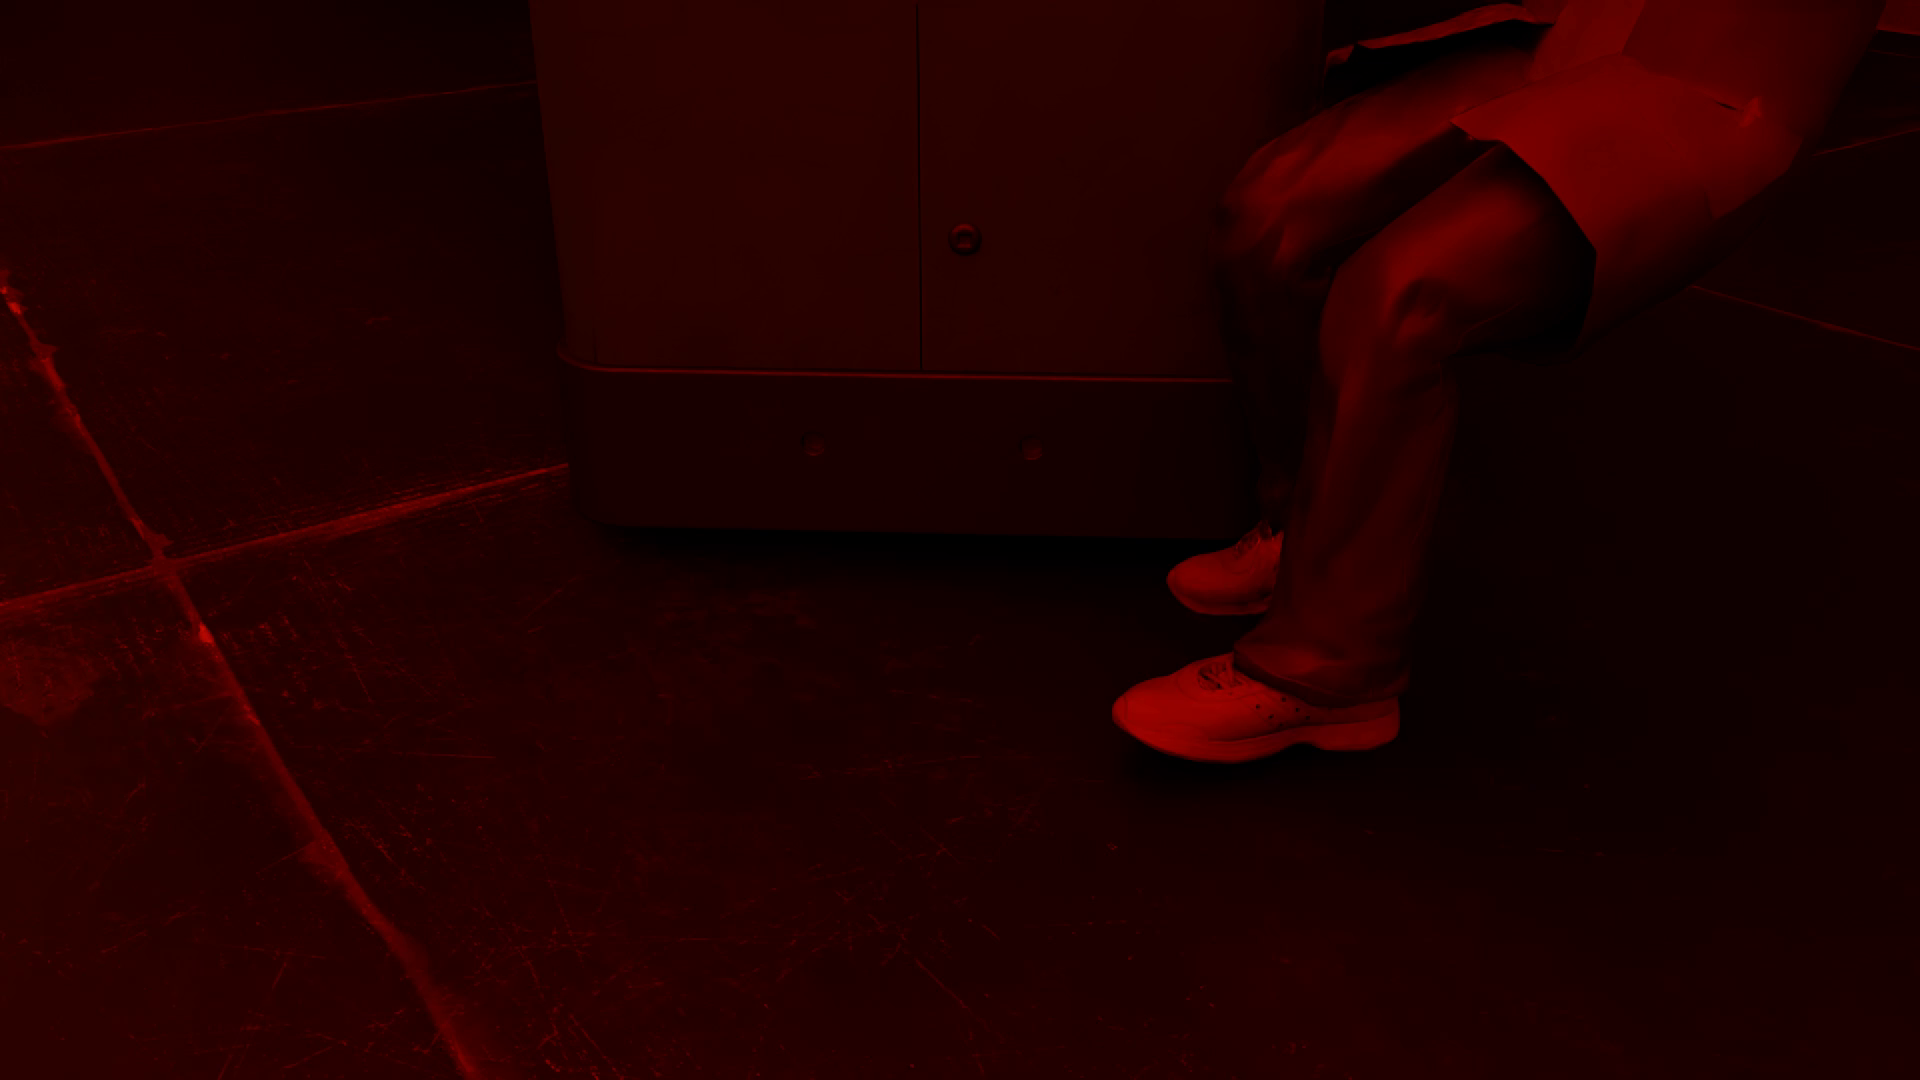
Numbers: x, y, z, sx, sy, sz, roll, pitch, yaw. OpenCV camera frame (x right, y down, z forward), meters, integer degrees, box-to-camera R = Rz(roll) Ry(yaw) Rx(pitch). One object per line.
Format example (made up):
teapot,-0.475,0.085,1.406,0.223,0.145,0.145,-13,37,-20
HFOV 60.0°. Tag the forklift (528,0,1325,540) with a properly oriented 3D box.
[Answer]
forklift,0.024,-1.932,3.083,1.130,2.935,3.031,1,27,3

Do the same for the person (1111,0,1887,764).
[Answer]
person,0.575,-0.504,1.814,0.903,1.527,1.017,-14,30,-25
